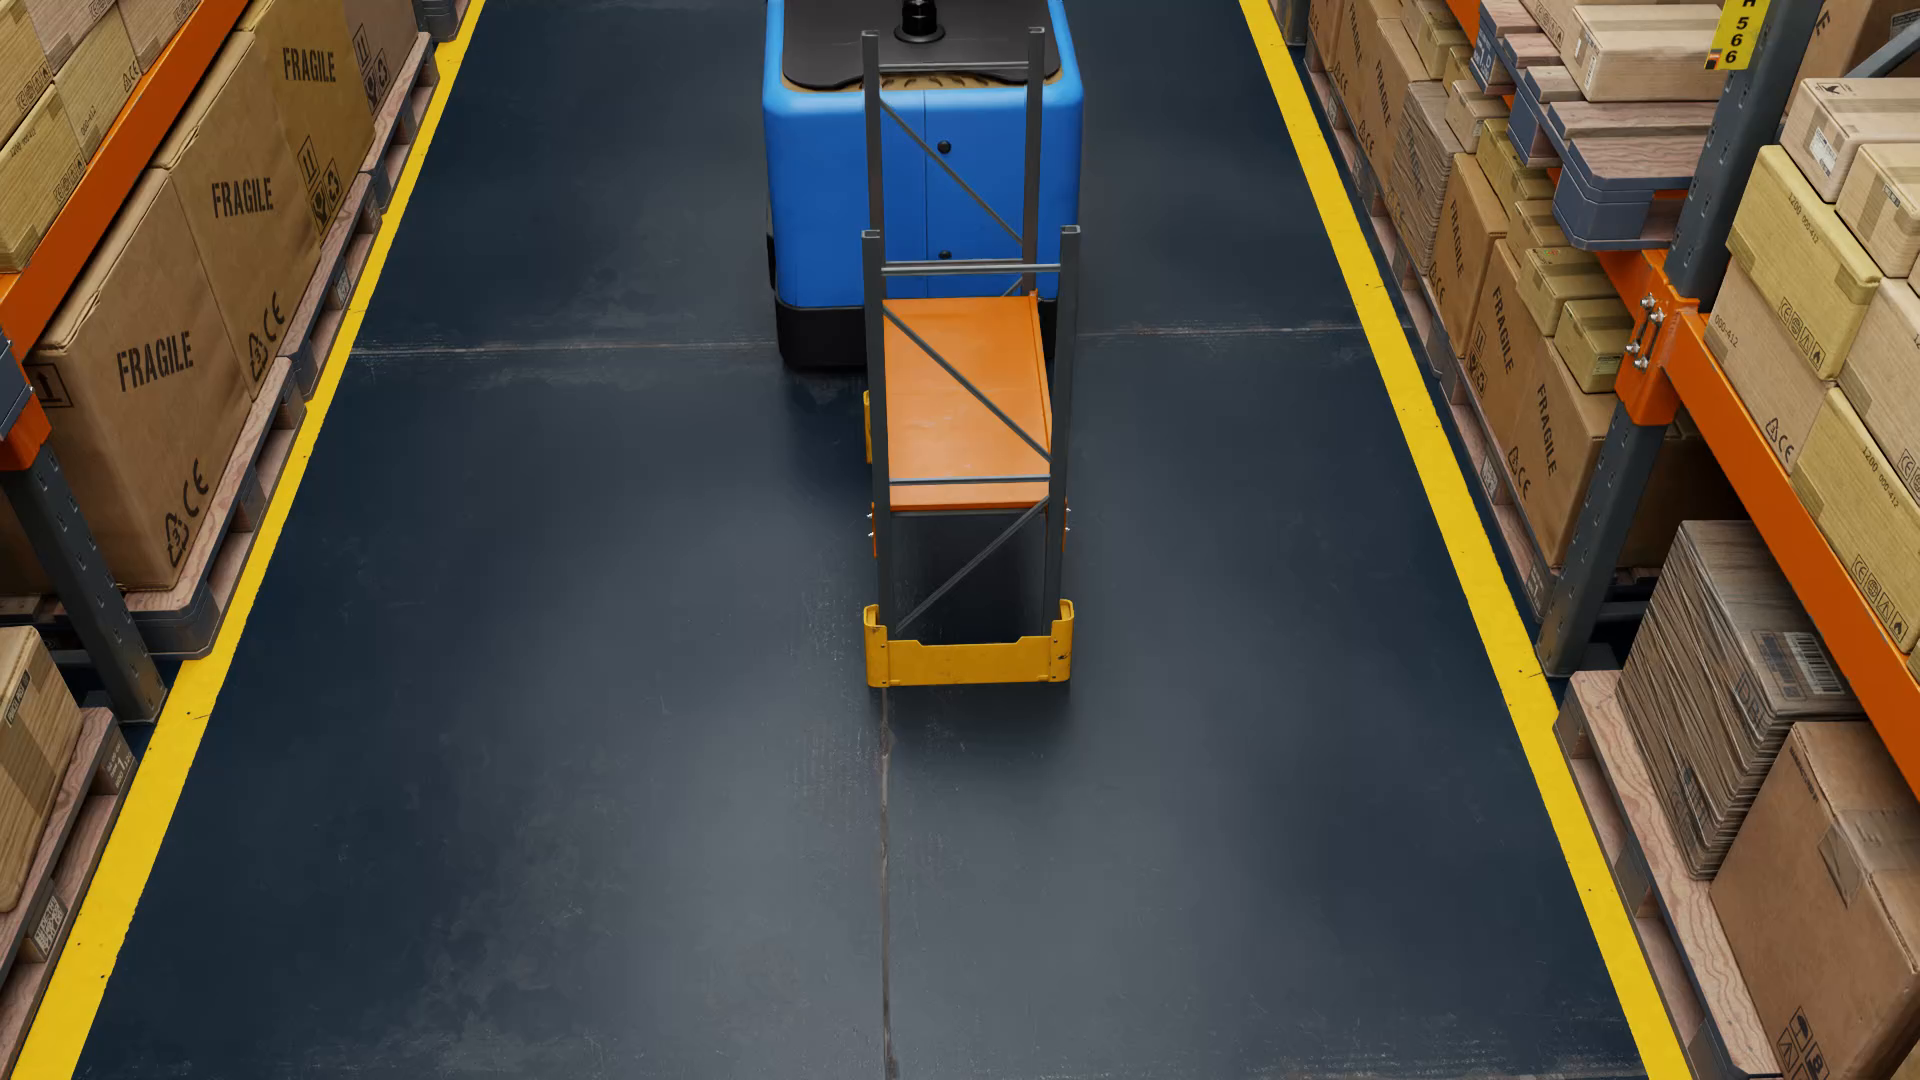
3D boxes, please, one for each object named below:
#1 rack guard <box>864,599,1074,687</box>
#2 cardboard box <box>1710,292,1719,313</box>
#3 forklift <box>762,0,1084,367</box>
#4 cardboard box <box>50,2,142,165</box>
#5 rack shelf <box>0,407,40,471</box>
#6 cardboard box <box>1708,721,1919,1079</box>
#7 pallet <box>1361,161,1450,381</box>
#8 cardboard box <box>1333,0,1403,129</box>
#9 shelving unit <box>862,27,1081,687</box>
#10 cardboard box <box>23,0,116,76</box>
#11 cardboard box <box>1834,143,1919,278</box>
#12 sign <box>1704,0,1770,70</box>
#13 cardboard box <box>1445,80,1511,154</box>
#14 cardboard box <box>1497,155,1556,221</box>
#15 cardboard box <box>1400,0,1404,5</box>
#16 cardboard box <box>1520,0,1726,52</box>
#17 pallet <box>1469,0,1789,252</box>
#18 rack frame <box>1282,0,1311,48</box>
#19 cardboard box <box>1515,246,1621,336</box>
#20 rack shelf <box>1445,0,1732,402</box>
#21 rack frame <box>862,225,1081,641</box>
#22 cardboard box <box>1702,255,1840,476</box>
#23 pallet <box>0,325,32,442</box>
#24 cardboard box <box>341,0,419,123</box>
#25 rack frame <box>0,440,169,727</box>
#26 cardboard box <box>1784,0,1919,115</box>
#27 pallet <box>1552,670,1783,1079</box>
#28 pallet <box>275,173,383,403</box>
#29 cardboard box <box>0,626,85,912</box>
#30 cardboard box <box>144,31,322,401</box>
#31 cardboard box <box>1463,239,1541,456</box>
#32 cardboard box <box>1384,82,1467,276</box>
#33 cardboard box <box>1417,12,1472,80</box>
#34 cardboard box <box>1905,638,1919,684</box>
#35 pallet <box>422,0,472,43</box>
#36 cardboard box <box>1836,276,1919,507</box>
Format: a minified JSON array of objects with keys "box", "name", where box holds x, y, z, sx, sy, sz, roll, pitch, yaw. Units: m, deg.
[{"box":[0.024,0.296,4.743,0.587,0.250,0.087,-2,43,-2],"name":"rack guard"},{"box":[2.453,-0.615,5.240,0.500,0.500,0.500,-1,43,-2],"name":"cardboard box"},{"box":[-0.199,-2.670,5.994,1.130,2.935,3.031,-2,43,-3],"name":"forklift"},{"box":[-2.576,-1.241,4.495,0.500,0.250,0.500,-3,43,-3],"name":"cardboard box"},{"box":[-2.683,1.003,2.468,1.077,0.370,4.000,-2,43,-2],"name":"rack shelf"},{"box":[2.240,0.826,3.576,0.875,0.625,0.625,0,43,0],"name":"cardboard box"},{"box":[2.149,-1.056,6.246,1.003,0.211,1.213,-2,43,-2],"name":"pallet"},{"box":[1.850,-1.999,6.750,0.500,0.500,0.500,-2,43,-2],"name":"cardboard box"},{"box":[0.003,-0.501,4.687,0.587,1.500,1.083,-2,43,-2],"name":"shelving unit"},{"box":[-2.563,-1.439,4.341,0.500,0.250,0.500,-1,43,-1],"name":"cardboard box"},{"box":[1.923,-0.629,3.163,0.380,0.149,0.250,-1,43,-1],"name":"cardboard box"},{"box":[1.650,-1.133,3.468,0.100,0.325,0.005,-2,43,-2],"name":"sign"},{"box":[1.889,-1.452,5.673,0.380,0.149,0.250,-4,43,-4],"name":"cardboard box"},{"box":[1.942,-1.098,5.287,0.380,0.149,0.250,0,43,-1],"name":"cardboard box"},{"box":[1.908,-2.138,6.422,0.380,0.149,0.250,-2,43,-3],"name":"cardboard box"},{"box":[1.823,-1.560,4.532,0.500,0.250,0.500,-3,43,-4],"name":"cardboard box"},{"box":[2.093,-1.142,4.418,1.213,0.211,1.003,-2,43,-2],"name":"pallet"},{"box":[2.022,-3.458,6.802,1.000,3.000,0.127,-2,43,-2],"name":"rack frame"},{"box":[1.875,-0.739,4.896,0.380,0.149,0.250,-4,43,-4],"name":"cardboard box"},{"box":[2.107,-1.842,5.572,1.077,0.370,4.000,-2,43,-2],"name":"rack shelf"},{"box":[0.025,-0.152,4.306,0.500,1.500,0.032,-2,43,-2],"name":"rack frame"},{"box":[1.966,-0.395,3.572,0.500,0.250,0.500,-1,43,-2],"name":"cardboard box"},{"box":[-2.631,-0.063,3.241,1.213,0.211,1.003,-2,43,-2],"name":"pallet"},{"box":[-2.831,-2.268,6.766,0.875,0.875,0.875,0,43,0],"name":"cardboard box"},{"box":[-2.767,-0.612,3.698,1.000,3.000,0.127,-2,43,-2],"name":"rack frame"},{"box":[2.326,-1.301,4.064,0.500,0.500,0.500,0,43,0],"name":"cardboard box"},{"box":[2.188,0.828,4.191,1.003,0.211,1.213,-2,43,-2],"name":"pallet"},{"box":[-2.774,-0.940,6.120,1.003,0.211,1.213,-2,43,-2],"name":"pallet"},{"box":[-2.753,0.583,4.028,0.950,0.372,0.625,-4,43,-5],"name":"cardboard box"},{"box":[-2.748,-1.055,5.442,0.875,0.875,0.875,-1,43,-1],"name":"cardboard box"},{"box":[1.948,-0.608,5.233,0.500,0.500,0.500,-2,43,-2],"name":"cardboard box"},{"box":[1.882,-1.311,6.000,0.500,0.500,0.500,-3,43,-3],"name":"cardboard box"},{"box":[1.889,-1.801,6.054,0.380,0.149,0.250,0,43,0],"name":"cardboard box"},{"box":[2.012,0.292,2.823,0.500,0.250,0.500,-3,43,-3],"name":"cardboard box"},{"box":[-2.891,-2.800,8.149,1.003,0.211,1.213,-2,43,-2],"name":"pallet"},{"box":[1.986,-0.242,3.035,0.500,0.250,0.500,0,43,0],"name":"cardboard box"}]
